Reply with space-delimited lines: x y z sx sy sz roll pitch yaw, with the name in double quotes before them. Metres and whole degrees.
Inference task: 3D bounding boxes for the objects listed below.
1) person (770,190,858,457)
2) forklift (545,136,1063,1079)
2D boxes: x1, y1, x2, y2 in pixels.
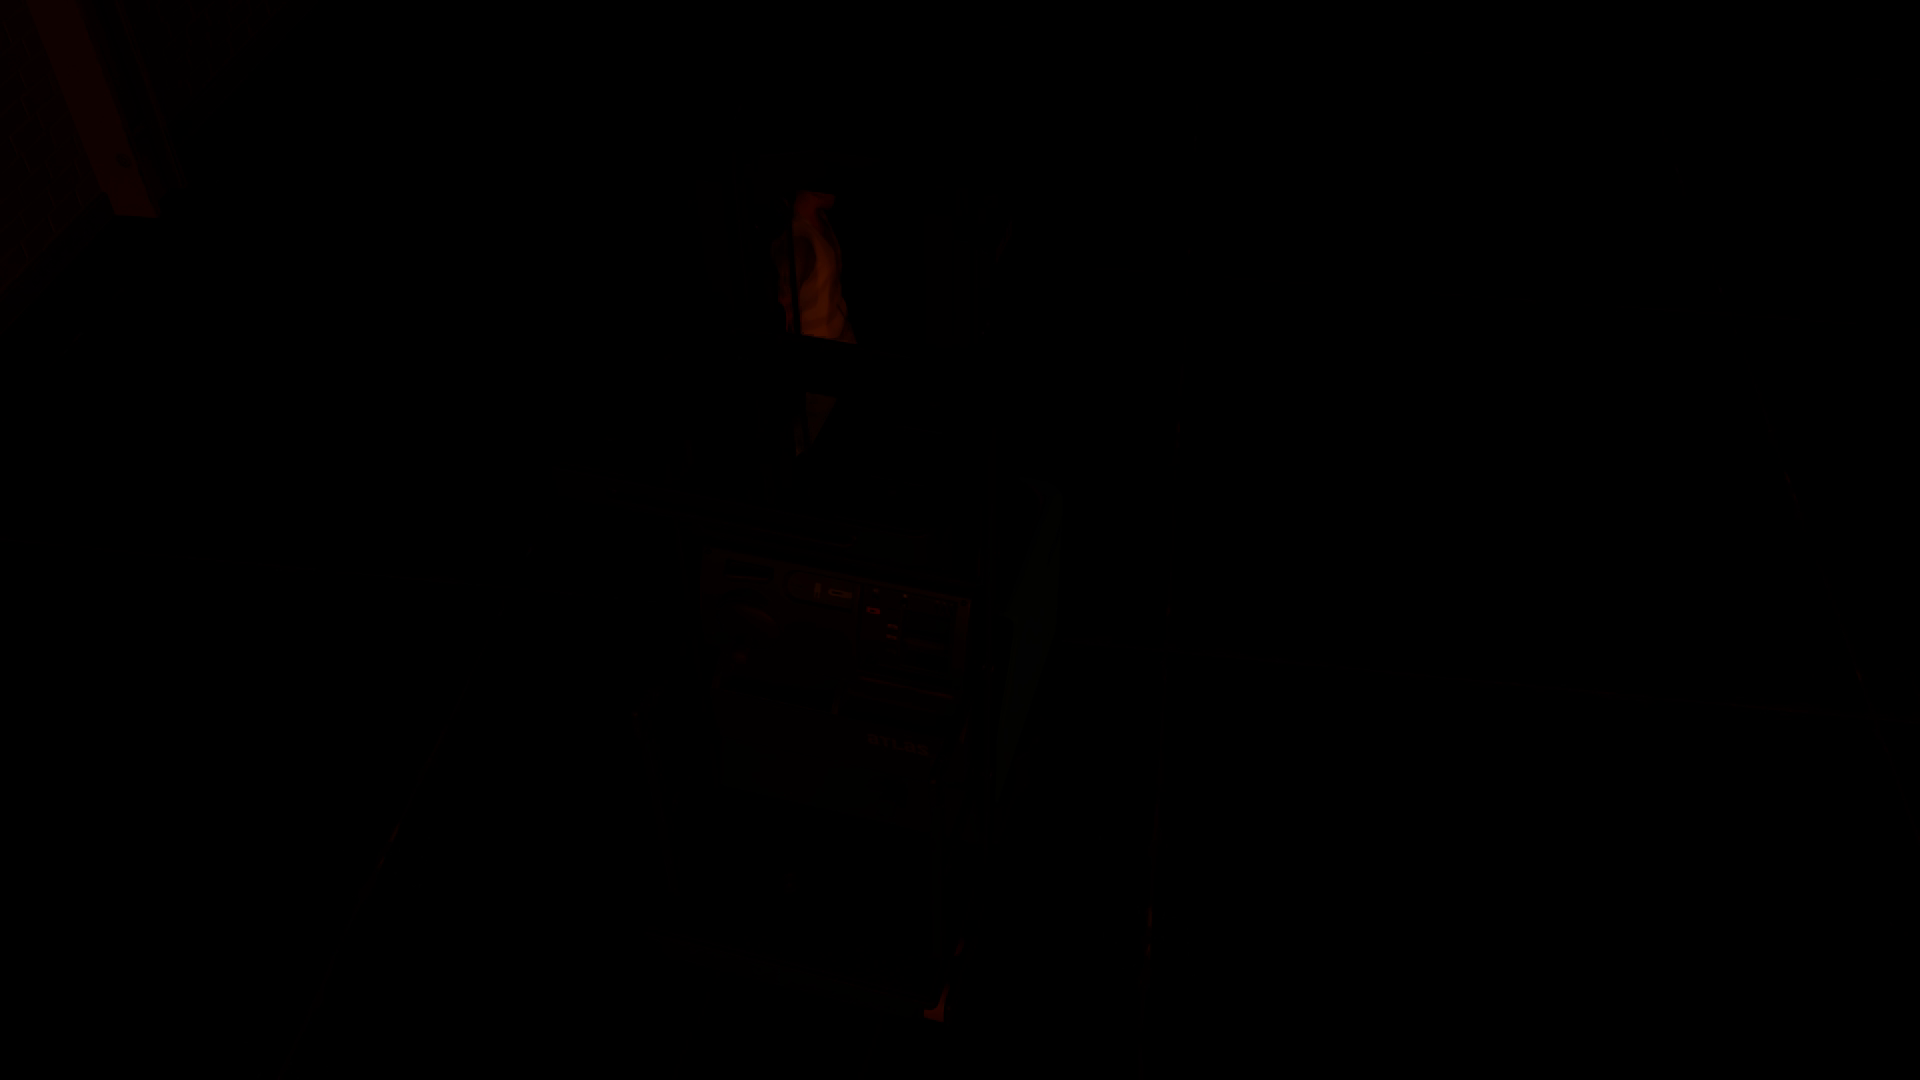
"person" -0.751 -0.966 7.703 0.503 1.734 0.894 4 43 5
"forklift" -0.474 0.353 5.340 1.130 2.935 3.031 11 44 12
